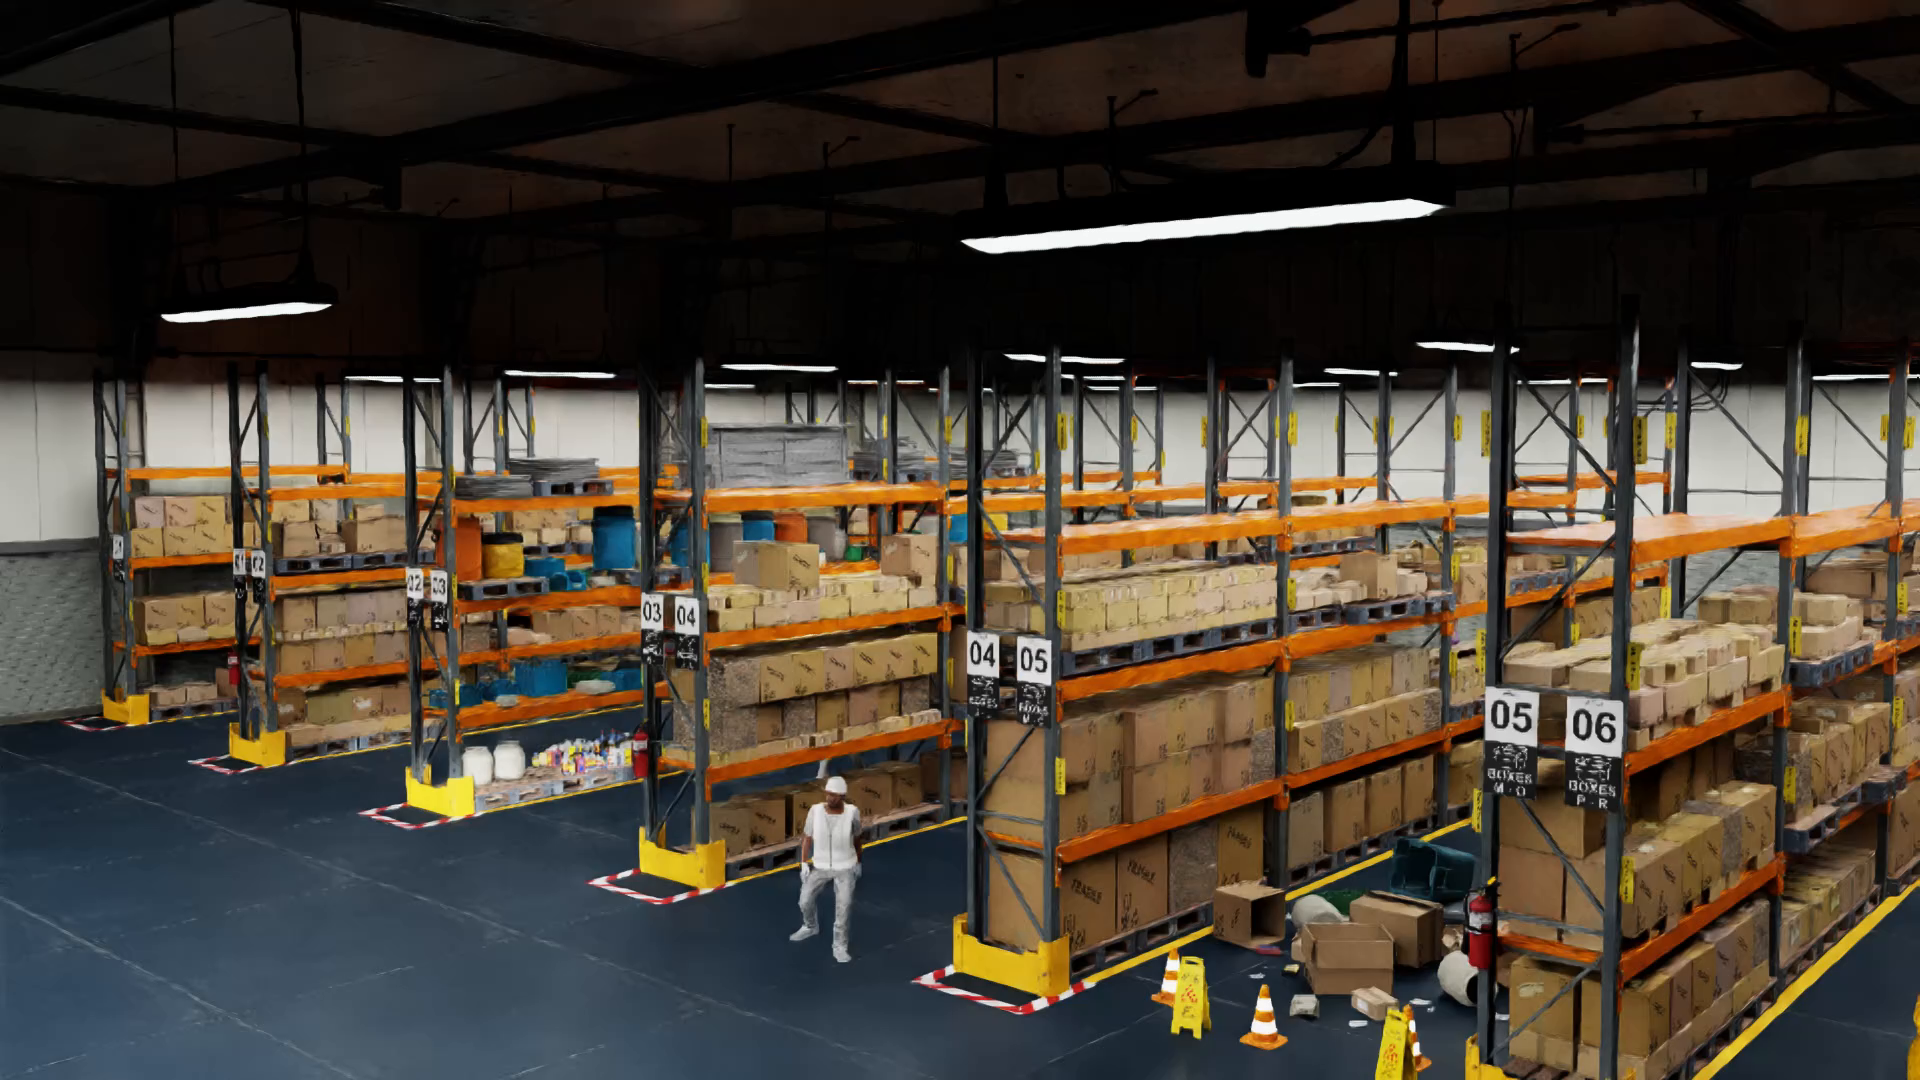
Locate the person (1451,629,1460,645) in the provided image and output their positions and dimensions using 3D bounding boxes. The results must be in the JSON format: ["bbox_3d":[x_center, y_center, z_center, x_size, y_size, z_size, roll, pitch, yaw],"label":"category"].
[{"bbox_3d":[8.787,2.271,29.900,0.515,1.380,0.423,-2,5,-27],"label":"person"}]

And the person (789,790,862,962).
[{"bbox_3d":[-1.312,3.178,15.984,0.751,1.632,0.591,1,4,7],"label":"person"}]
